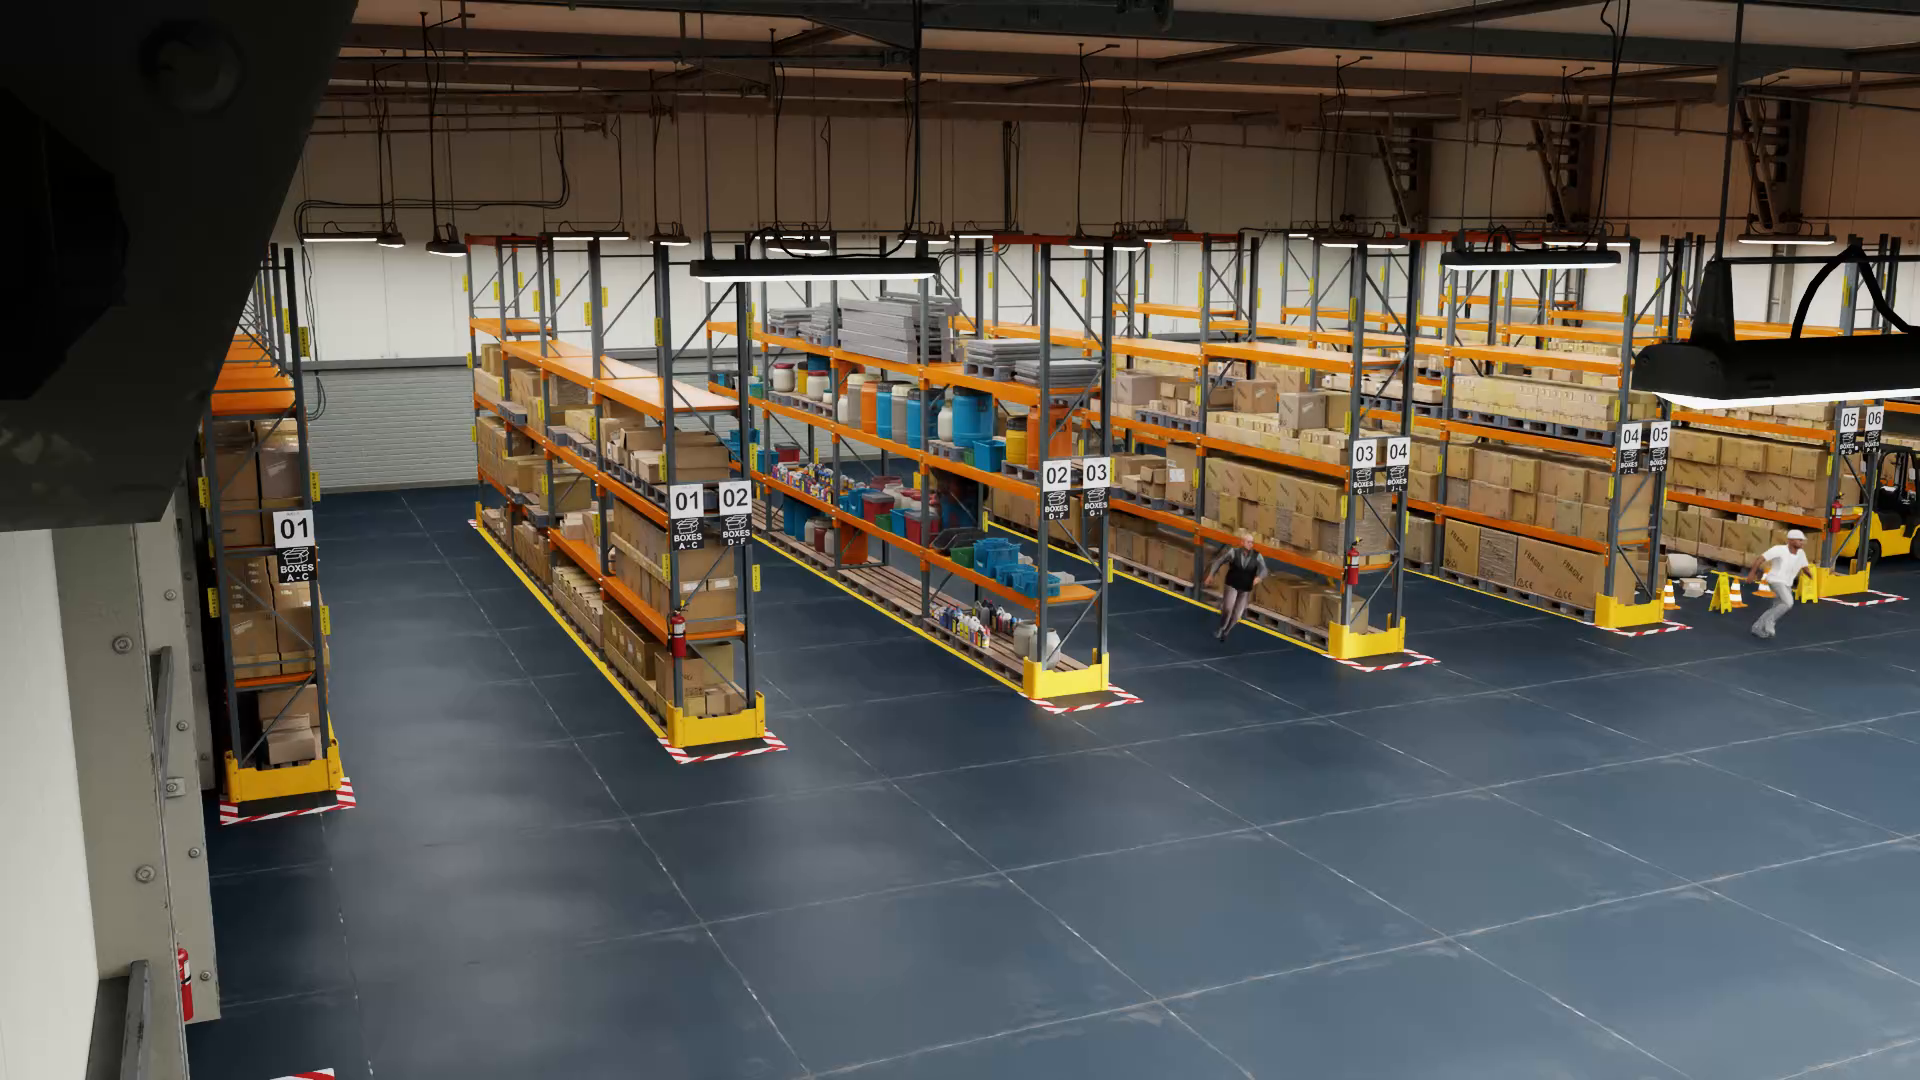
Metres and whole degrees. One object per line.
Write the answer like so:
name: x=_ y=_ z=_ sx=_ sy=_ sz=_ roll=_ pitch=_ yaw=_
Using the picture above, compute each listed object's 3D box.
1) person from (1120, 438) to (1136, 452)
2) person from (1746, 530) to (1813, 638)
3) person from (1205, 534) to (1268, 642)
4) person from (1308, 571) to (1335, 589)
person: x=4.249 y=-2.428 z=41.616 sx=0.523 sy=1.538 sz=0.554 roll=-3 pitch=11 yaw=-14
person: x=12.565 y=0.672 z=25.341 sx=0.873 sy=1.665 sz=0.716 roll=-6 pitch=13 yaw=-30
person: x=4.071 y=0.719 z=24.251 sx=0.831 sy=1.623 sz=0.680 roll=-1 pitch=11 yaw=-7
person: x=6.387 y=0.004 z=28.450 sx=0.738 sy=1.720 sz=0.829 roll=-8 pitch=14 yaw=-37
